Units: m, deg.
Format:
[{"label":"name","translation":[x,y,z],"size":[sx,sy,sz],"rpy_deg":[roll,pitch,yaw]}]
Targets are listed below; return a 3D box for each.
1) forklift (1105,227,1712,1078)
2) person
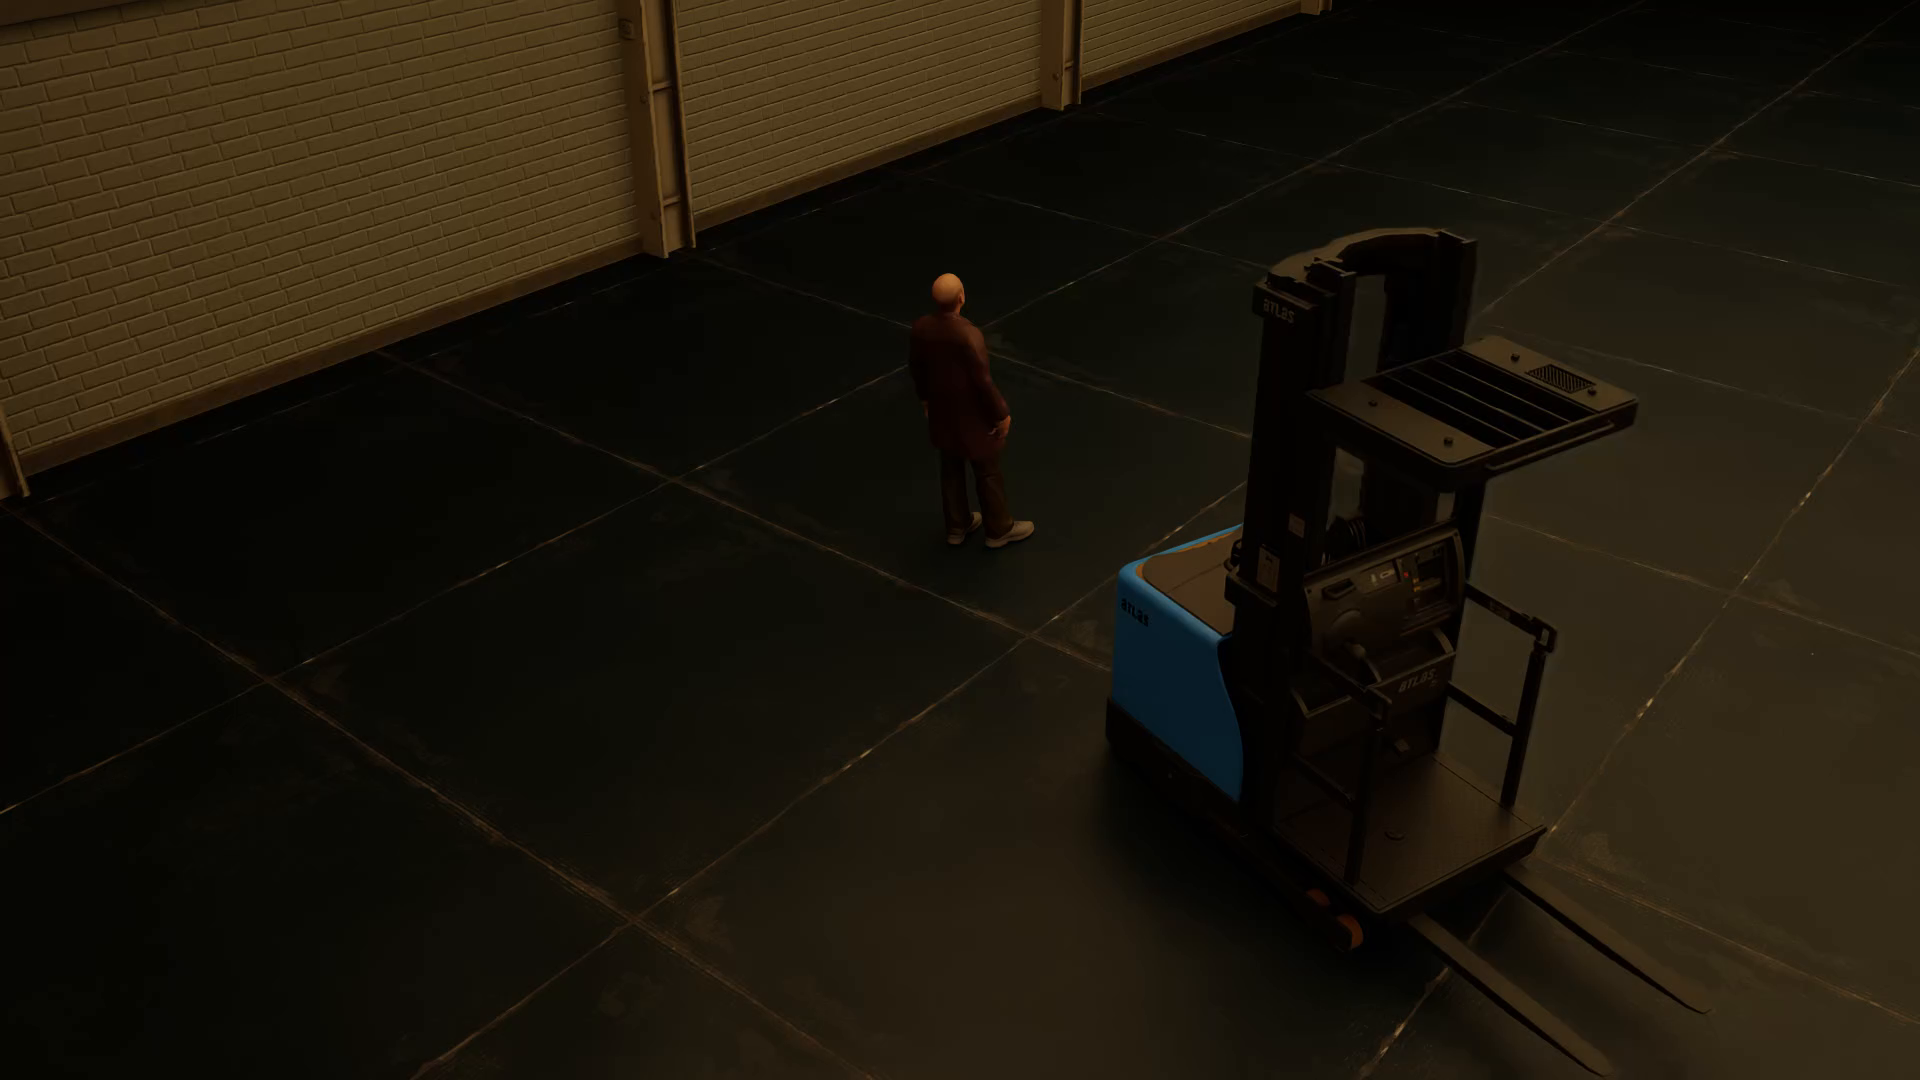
[{"label":"forklift","translation":[1.974,0.286,7.105],"size":[1.130,2.935,3.031],"rpy_deg":[-18,35,-28]},{"label":"person","translation":[0.061,-0.808,10.106],"size":[0.696,1.776,0.582],"rpy_deg":[22,37,33]}]
